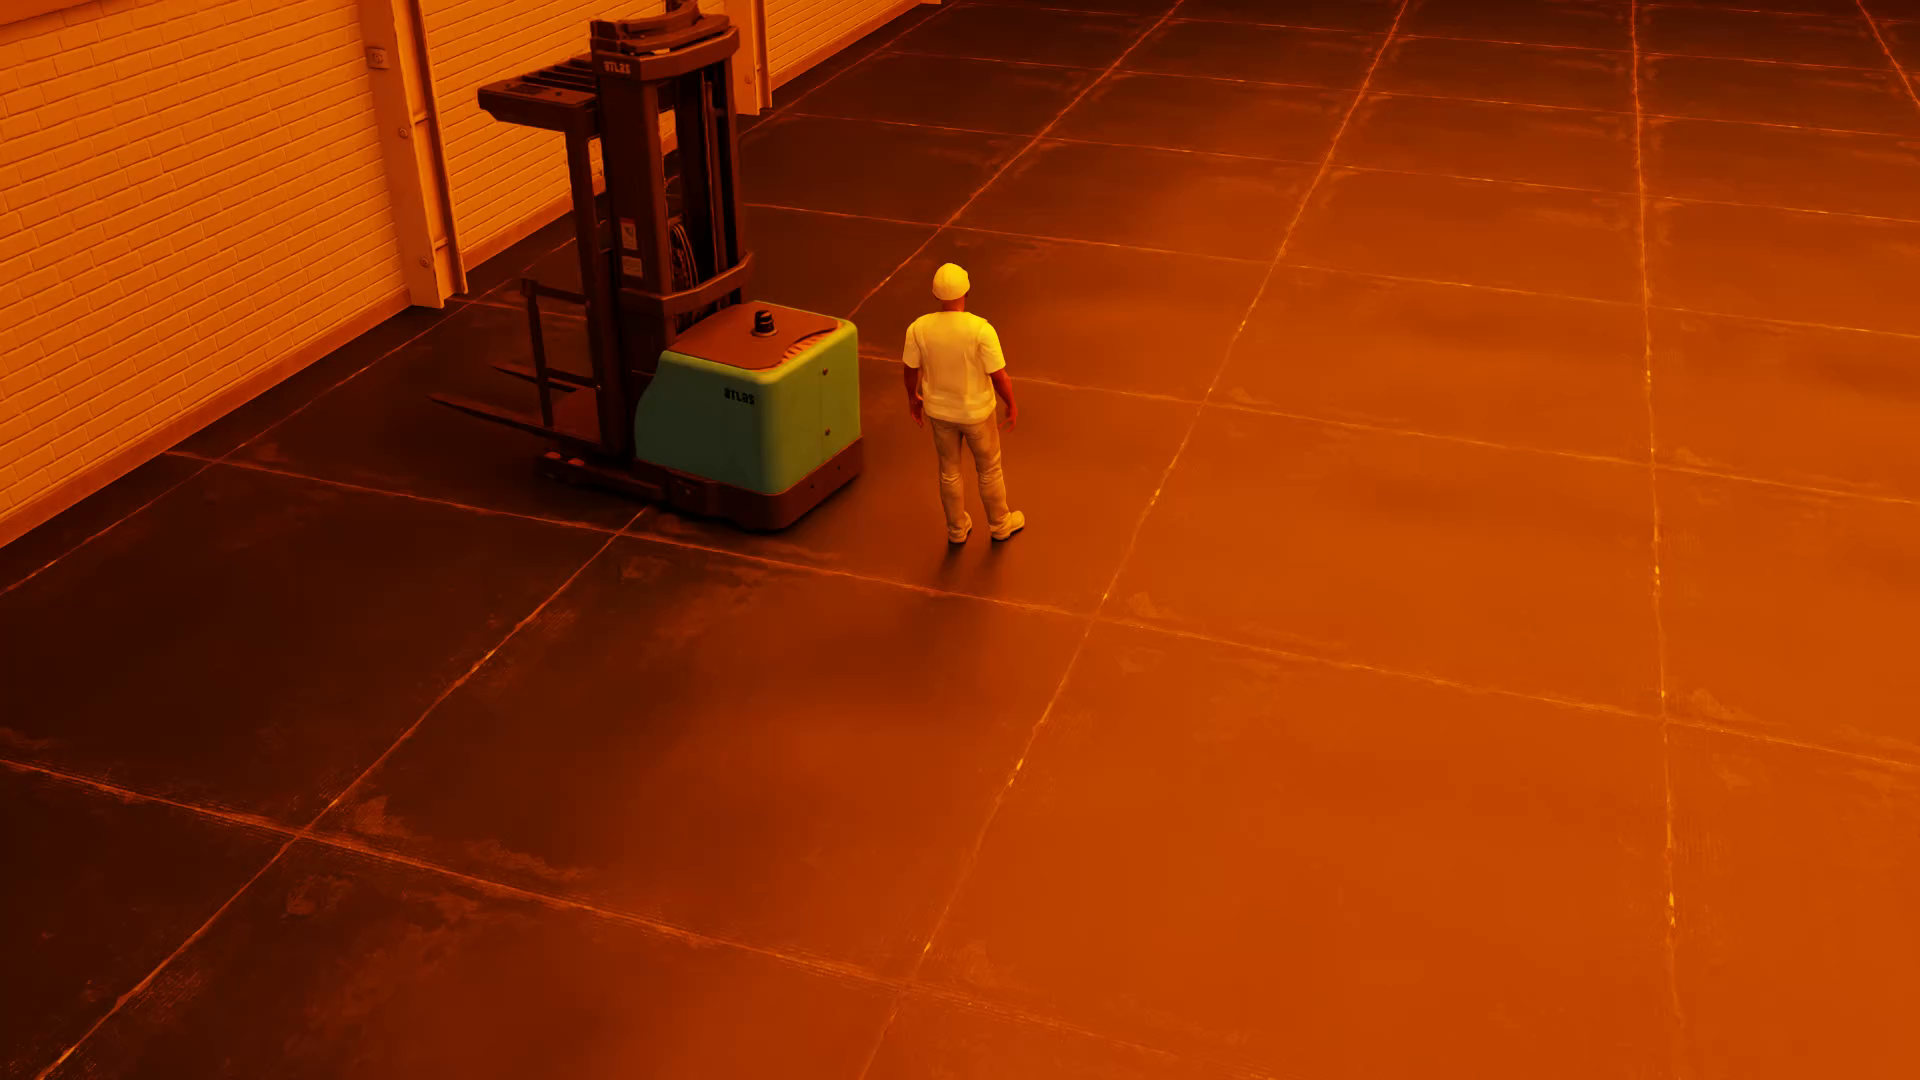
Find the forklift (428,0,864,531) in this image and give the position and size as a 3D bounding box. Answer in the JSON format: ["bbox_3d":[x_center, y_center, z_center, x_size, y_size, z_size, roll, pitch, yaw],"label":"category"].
[{"bbox_3d":[-2.161,-1.844,10.371,3.031,2.935,1.130,15,33,25],"label":"forklift"}]

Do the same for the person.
[{"bbox_3d":[0.027,-0.805,9.712,0.666,1.768,0.575,10,31,16],"label":"person"}]
